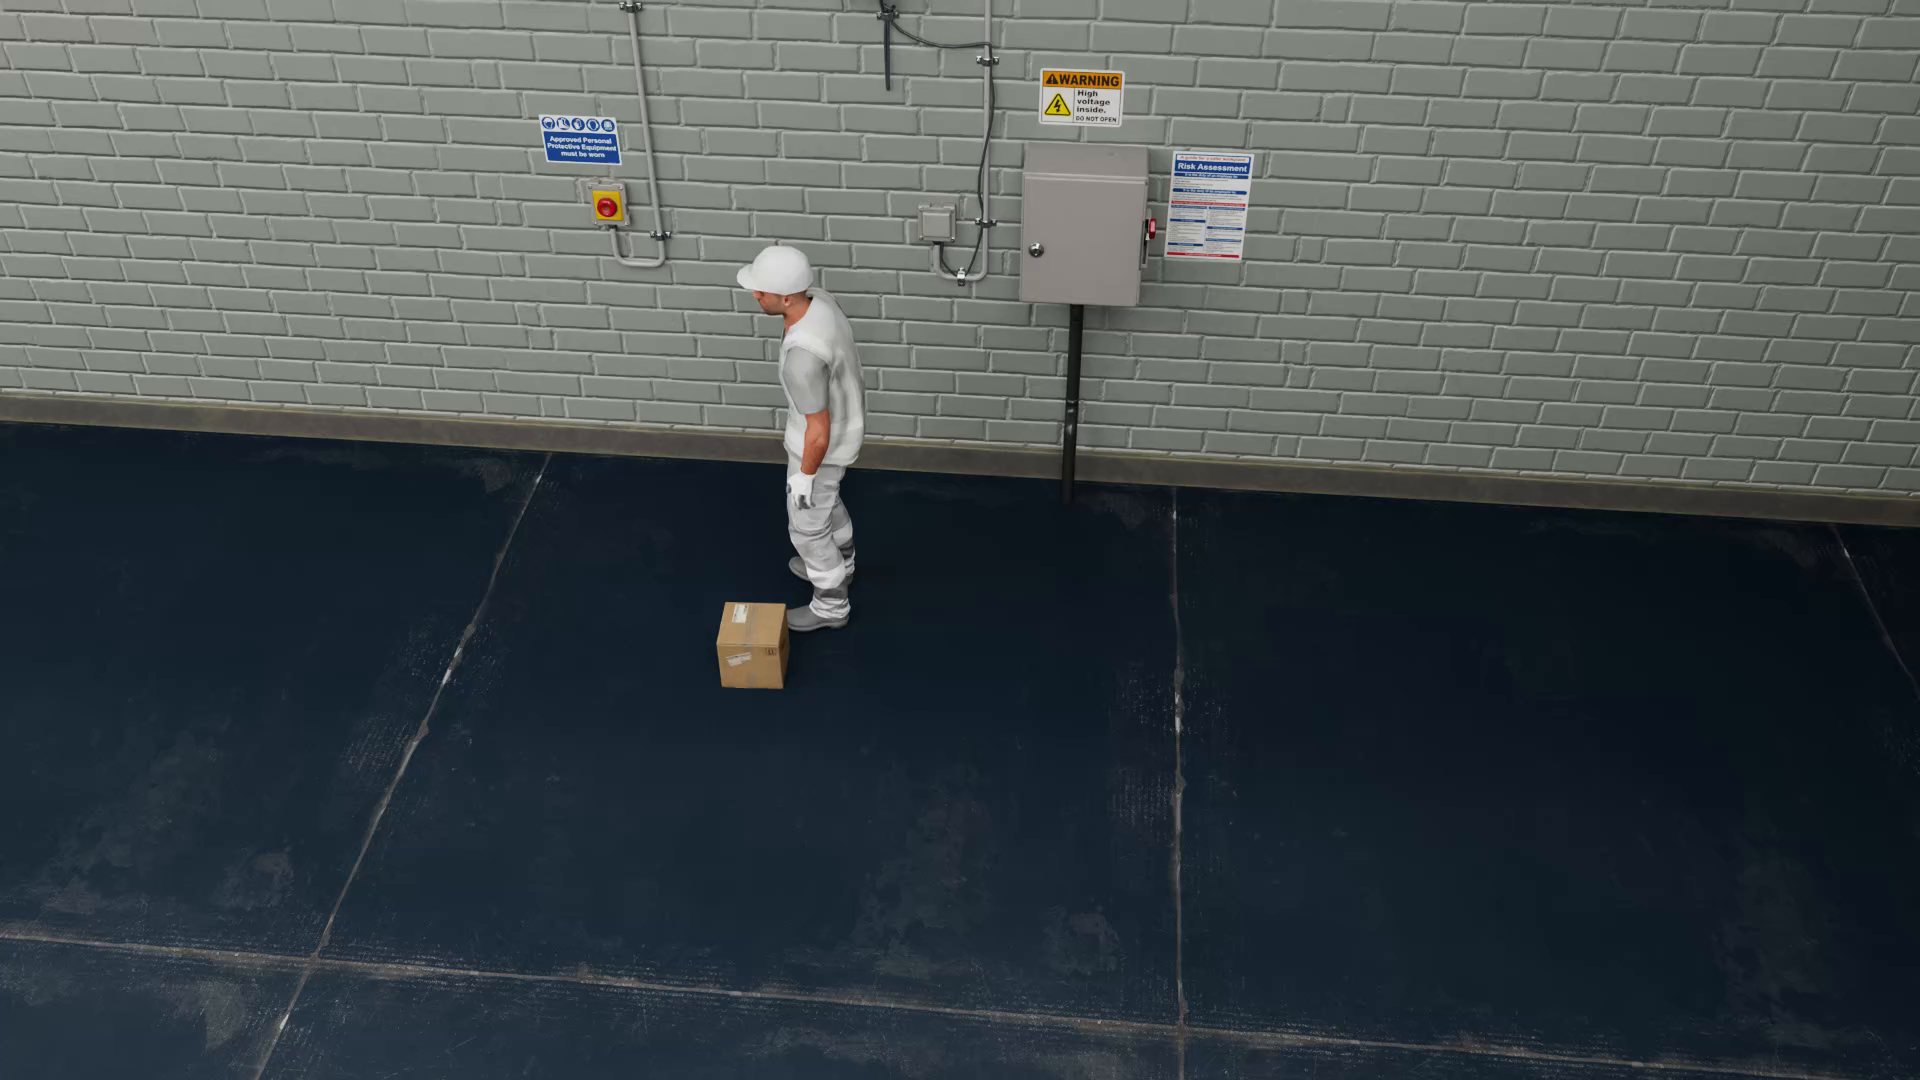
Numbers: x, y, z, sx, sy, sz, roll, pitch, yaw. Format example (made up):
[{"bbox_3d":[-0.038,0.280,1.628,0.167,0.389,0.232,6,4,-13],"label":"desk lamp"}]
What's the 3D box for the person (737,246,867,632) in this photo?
[{"bbox_3d":[-0.595,-0.396,6.622,0.451,1.777,0.610,1,40,1],"label":"person"}]
